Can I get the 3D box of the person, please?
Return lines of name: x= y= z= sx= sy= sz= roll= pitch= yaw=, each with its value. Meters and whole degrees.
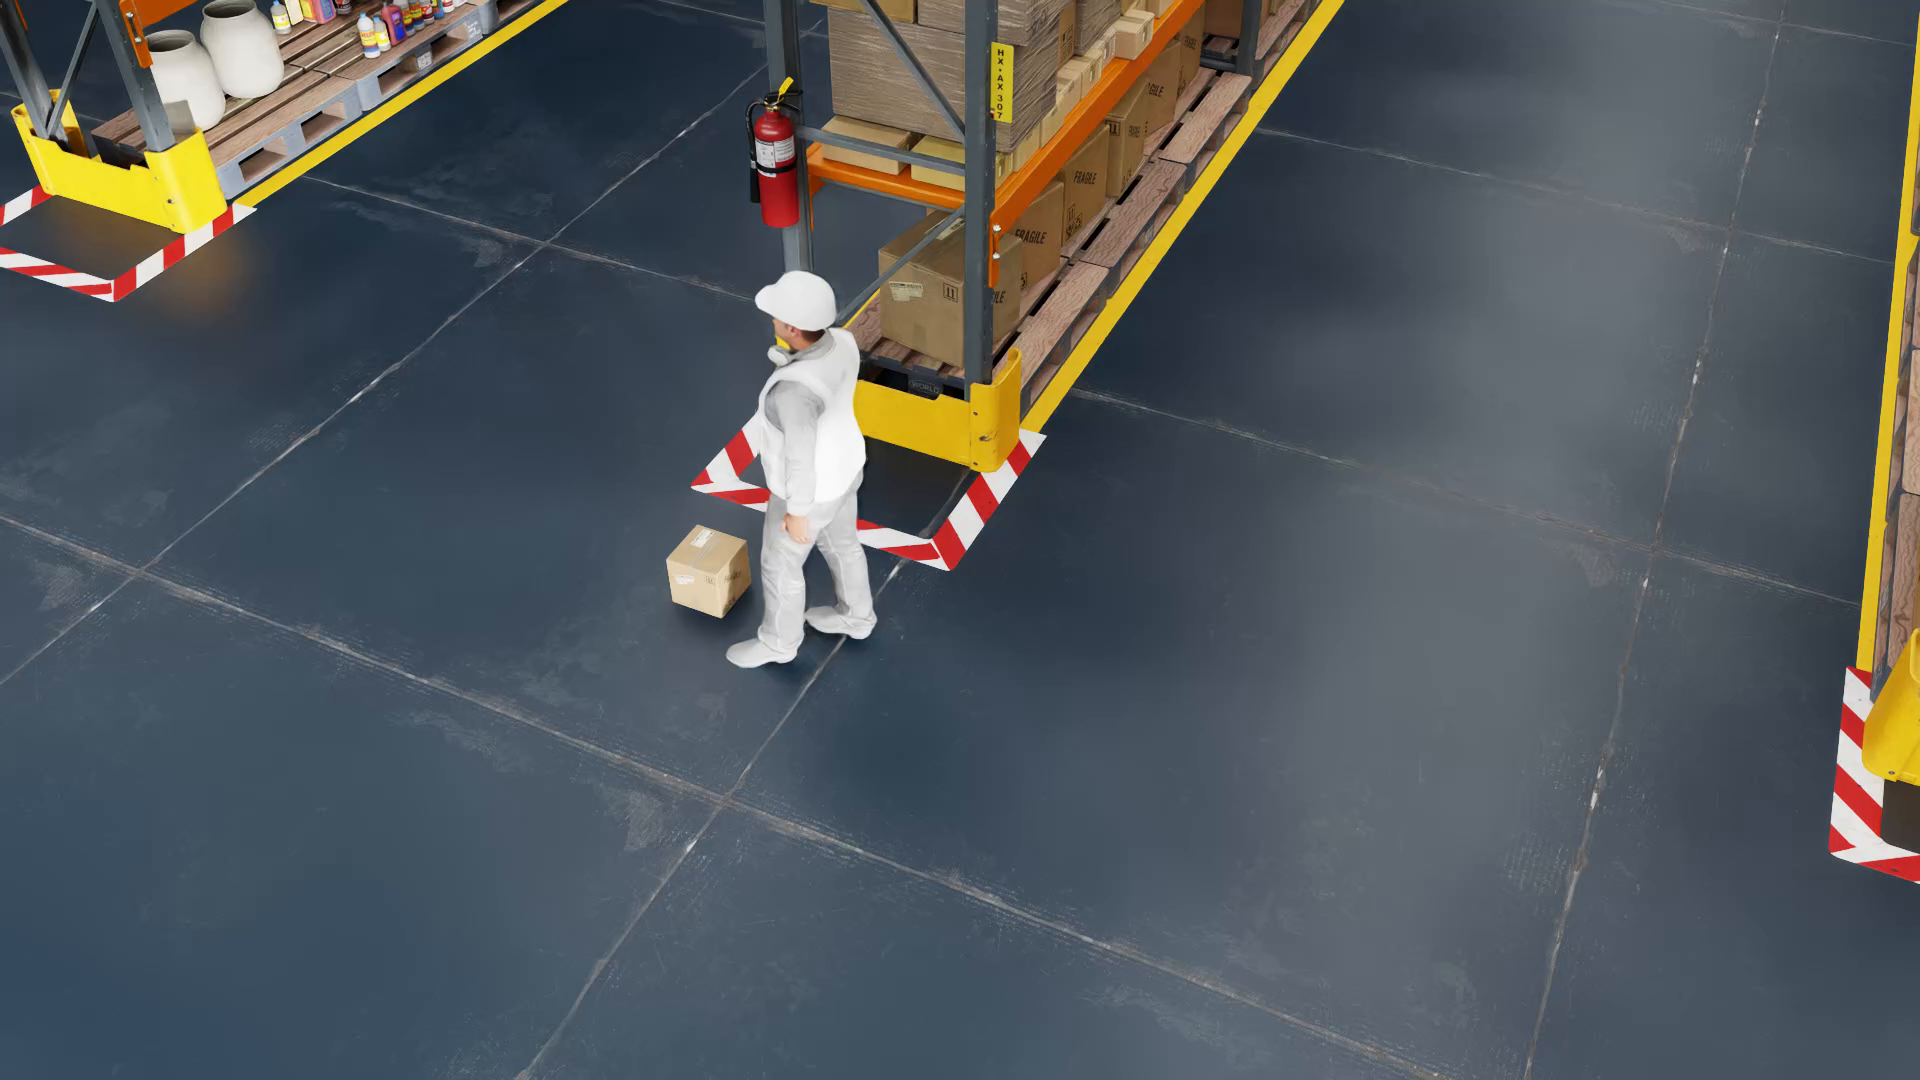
person: x=-0.628 y=-0.268 z=6.433 sx=0.550 sy=1.788 sz=0.566 roll=14 pitch=44 yaw=15
